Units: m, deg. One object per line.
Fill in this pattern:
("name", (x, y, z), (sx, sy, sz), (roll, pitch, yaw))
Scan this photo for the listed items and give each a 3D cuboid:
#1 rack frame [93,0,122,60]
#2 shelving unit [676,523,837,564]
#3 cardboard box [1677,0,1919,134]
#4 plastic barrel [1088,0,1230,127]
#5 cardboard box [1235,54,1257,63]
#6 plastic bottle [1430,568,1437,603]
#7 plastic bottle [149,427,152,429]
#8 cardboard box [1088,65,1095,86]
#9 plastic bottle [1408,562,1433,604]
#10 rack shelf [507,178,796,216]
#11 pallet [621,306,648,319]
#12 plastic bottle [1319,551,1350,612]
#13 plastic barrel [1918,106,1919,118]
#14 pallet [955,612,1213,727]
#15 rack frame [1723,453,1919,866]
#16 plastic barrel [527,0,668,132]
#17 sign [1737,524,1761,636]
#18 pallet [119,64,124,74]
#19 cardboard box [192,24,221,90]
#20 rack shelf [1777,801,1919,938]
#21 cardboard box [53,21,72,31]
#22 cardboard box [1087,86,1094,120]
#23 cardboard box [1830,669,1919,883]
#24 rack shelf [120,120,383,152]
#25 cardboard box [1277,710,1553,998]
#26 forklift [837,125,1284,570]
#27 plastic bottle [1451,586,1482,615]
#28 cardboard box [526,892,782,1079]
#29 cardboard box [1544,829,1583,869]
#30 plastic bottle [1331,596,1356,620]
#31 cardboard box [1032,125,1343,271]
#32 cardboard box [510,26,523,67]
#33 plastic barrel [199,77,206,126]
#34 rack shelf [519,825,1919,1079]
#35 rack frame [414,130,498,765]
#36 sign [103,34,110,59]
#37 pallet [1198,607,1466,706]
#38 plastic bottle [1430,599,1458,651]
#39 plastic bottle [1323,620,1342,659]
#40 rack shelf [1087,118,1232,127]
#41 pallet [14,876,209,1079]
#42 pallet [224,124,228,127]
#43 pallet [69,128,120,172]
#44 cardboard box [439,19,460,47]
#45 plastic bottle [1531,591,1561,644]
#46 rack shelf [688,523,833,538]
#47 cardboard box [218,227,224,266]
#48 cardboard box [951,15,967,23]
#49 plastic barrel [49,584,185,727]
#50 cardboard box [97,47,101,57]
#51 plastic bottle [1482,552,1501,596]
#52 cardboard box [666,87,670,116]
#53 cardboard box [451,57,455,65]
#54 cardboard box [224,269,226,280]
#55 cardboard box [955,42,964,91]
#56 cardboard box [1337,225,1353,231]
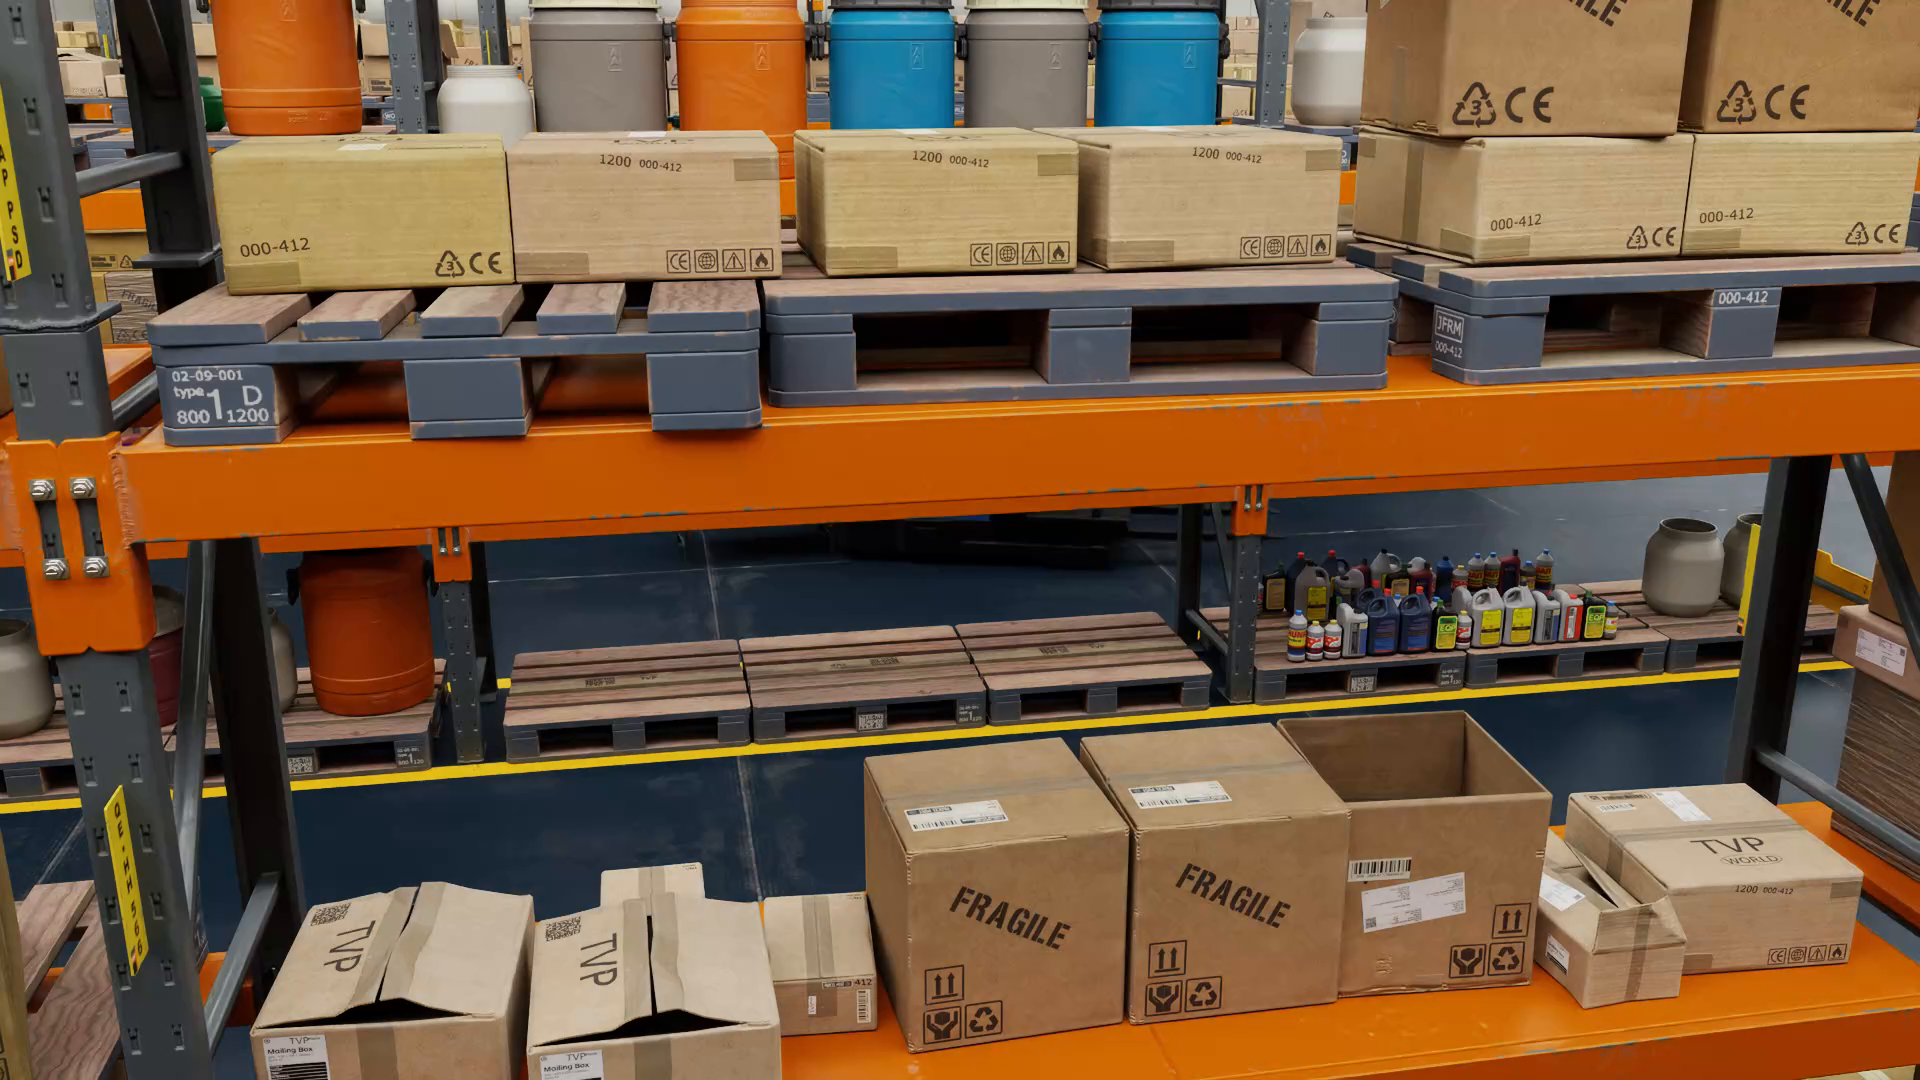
("rack frame", (-8.218, -5.979, 15.951), (0.127, 3.000, 1.000), (-3, 17, -10))
("shelving unit", (-1.430, -0.490, 11.491), (1.048, 1.125, 0.538), (-5, 18, -16))
("cardboard box", (1.741, -1.164, 3.646), (0.500, 0.500, 0.500), (-3, 17, -10))
("plastic barrel", (0.960, -2.276, 8.150), (0.708, 0.901, 0.600), (-3, 17, -10))
("cardboard box", (3.054, -5.212, 18.105), (0.250, 0.149, 0.380), (-3, 17, -10))
("plastic bottle", (2.772, 0.264, 9.860), (0.097, 0.201, 0.097), (0, 17, 0))
("plastic bottle", (-4.022, -0.428, 8.316), (0.097, 0.271, 0.097), (0, 17, 0))
("cardboard box", (1.104, -3.638, 13.014), (0.250, 0.149, 0.380), (-4, 18, -13))
("plastic bottle", (2.682, 0.270, 9.701), (0.133, 0.283, 0.061), (-3, 17, -10))
("rack shelf", (-0.546, -1.672, 8.263), (4.000, 0.370, 1.077), (-3, 17, -10))
("pallet", (-2.770, -1.877, 13.141), (1.003, 0.211, 1.213), (-3, 17, -10))
("plastic bottle", (2.184, 0.233, 9.707), (0.185, 0.351, 0.144), (-4, 18, -13))
("plastic barrel", (4.892, -2.692, 8.913), (0.708, 0.830, 0.600), (-3, 17, -10))
("pallet", (0.654, 0.695, 9.191), (1.213, 0.211, 1.003), (-3, 17, -10))
("rack frame", (2.354, 0.735, 4.311), (0.127, 3.000, 1.000), (-3, 17, -10))
("plastic barrel", (-1.662, -2.127, 7.666), (0.600, 0.901, 0.600), (0, 17, 0))
("sign", (2.247, 0.123, 4.692), (0.005, 0.325, 0.100), (-3, 17, -10))
("pallet", (-10.062, -5.881, 20.893), (1.213, 0.211, 1.003), (-3, 17, -10))
("cardboard box", (-5.451, -3.462, 11.976), (0.637, 0.503, 0.797), (-3, 17, -11))
("rack shelf", (4.317, 0.967, 4.779), (4.000, 0.370, 1.077), (-3, 17, -10))
("cardboard box", (-11.176, -6.109, 20.427), (0.500, 0.500, 0.500), (-3, 17, -9))
("cardboard box", (0.968, -3.435, 13.032), (0.500, 0.250, 0.500), (-4, 18, -13))
("cardboard box", (2.788, 0.660, 4.382), (0.500, 0.500, 0.700), (-4, 17, -12))
("rack shelf", (-5.413, -2.877, 12.186), (4.000, 0.370, 1.077), (-3, 17, -10))
("cardboard box", (1.079, 0.754, 4.076), (0.500, 0.500, 0.500), (-2, 17, -6))
("forklift", (0.715, -1.365, 11.264), (3.031, 2.935, 1.130), (2, 17, 8))
("plastic bottle", (2.839, 0.398, 9.298), (0.135, 0.276, 0.152), (-3, 17, -10))
("cardboard box", (-0.659, 1.006, 3.579), (0.500, 0.311, 0.500), (-3, 17, -11))
("cardboard box", (1.445, 0.845, 4.379), (0.250, 0.149, 0.380), (-3, 17, -10))
("plastic bottle", (2.105, 0.447, 9.125), (0.133, 0.283, 0.061), (-3, 17, -10))
("cardboard box", (0.465, -0.739, 3.541), (0.500, 0.250, 0.500), (-5, 18, -15))
("cardboard box", (-5.671, -6.375, 21.458), (0.637, 0.503, 0.797), (-4, 18, -14))
("plastic barrel", (-3.535, -1.937, 7.421), (0.301, 0.262, 0.301), (0, 17, 0))
("rack shelf", (0.390, 1.190, 4.053), (4.000, 0.370, 1.077), (-3, 17, -10))
("rack frame", (-2.510, -0.471, 8.235), (0.127, 3.000, 1.000), (-3, 17, -10))
("sign", (-8.108, -4.636, 15.808), (0.005, 0.325, 0.100), (-3, 17, -10))
("pallet", (2.085, 0.614, 9.452), (1.213, 0.211, 1.003), (-3, 17, -10))
("plastic bottle", (2.644, 0.462, 9.076), (0.133, 0.283, 0.061), (-2, 17, -8))
("plastic bottle", (2.013, 0.531, 8.990), (0.097, 0.201, 0.097), (0, 17, 0))
("rack shelf", (2.442, -3.323, 13.637), (4.000, 0.370, 1.077), (-3, 17, -10))
("pallet", (-2.226, 1.107, 3.425), (1.003, 0.211, 1.213), (-3, 17, -10))
("pallet", (-5.169, -3.128, 12.099), (1.213, 0.211, 1.003), (-2, 17, -8))
("pallet", (-4.573, -1.727, 7.539), (1.213, 0.211, 1.003), (-3, 17, -10))
("cardboard box", (-5.140, -5.051, 16.565), (0.258, 0.266, 0.396), (-3, 17, -10))
("plastic bottle", (3.236, 0.418, 9.231), (0.135, 0.276, 0.152), (-4, 17, -12))
("rack shelf", (-1.430, -0.256, 11.563), (1.000, 0.278, 0.538), (-5, 18, -16))
("cardboard box", (-5.468, -2.315, 12.361), (0.637, 0.503, 0.797), (-3, 17, -9))
("cardboard box", (0.058, -5.422, 17.432), (0.250, 0.149, 0.380), (-3, 17, -10))
("plastic barrel", (-4.096, 0.577, 8.218), (0.708, 0.588, 0.600), (-3, 17, -10))
("cardboard box", (-8.736, -4.755, 16.478), (0.500, 0.250, 0.500), (-3, 17, -9))
("plastic bottle", (3.169, 0.208, 9.923), (0.097, 0.271, 0.097), (0, 17, 0))
("cardboard box", (-2.051, -3.416, 12.973), (0.500, 0.250, 0.500), (-3, 17, -9))
("cardboard box", (-5.292, -4.679, 16.657), (0.500, 0.500, 0.500), (-3, 17, -10))
("cardboard box", (-5.386, -1.763, 12.273), (0.500, 0.500, 0.500), (-3, 17, -9))
("cardboard box", (-0.002, -3.808, 13.099), (0.637, 0.503, 0.797), (-4, 18, -13))
("cardboard box", (2.893, -2.433, 13.949), (0.500, 0.500, 0.875), (-3, 17, -10))
